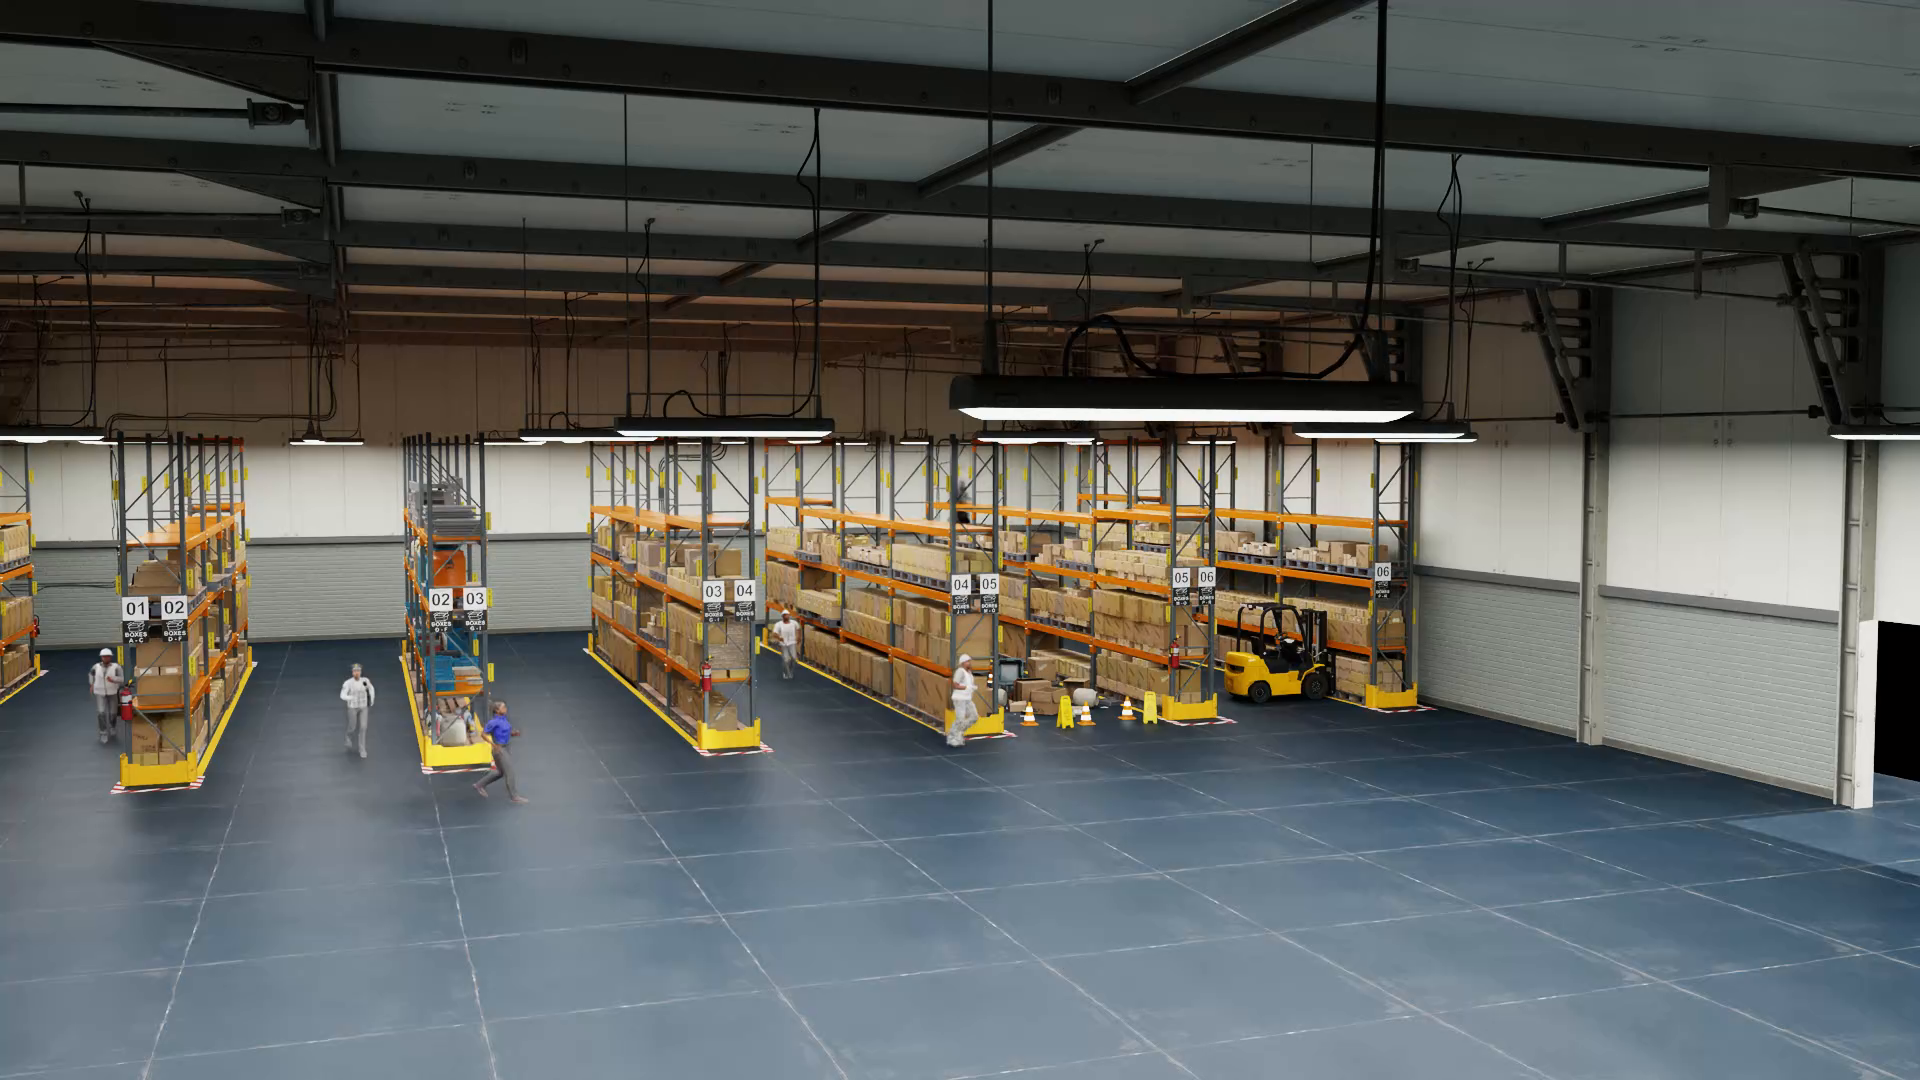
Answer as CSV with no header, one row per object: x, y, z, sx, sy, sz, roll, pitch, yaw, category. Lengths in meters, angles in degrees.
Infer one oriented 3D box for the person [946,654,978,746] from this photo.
0.119,3.079,31.949,0.656,1.761,0.685,2,4,28,person

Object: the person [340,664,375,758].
-11.269,3.150,31.115,0.622,1.717,0.937,-2,4,-27,person

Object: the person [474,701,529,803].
-7.393,3.400,26.717,0.931,1.634,0.581,0,3,2,person

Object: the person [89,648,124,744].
-16.671,3.023,32.510,0.627,1.824,0.868,-2,4,-26,person

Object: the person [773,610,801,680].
-4.243,2.583,41.037,0.712,1.737,0.653,-1,3,-14,person
